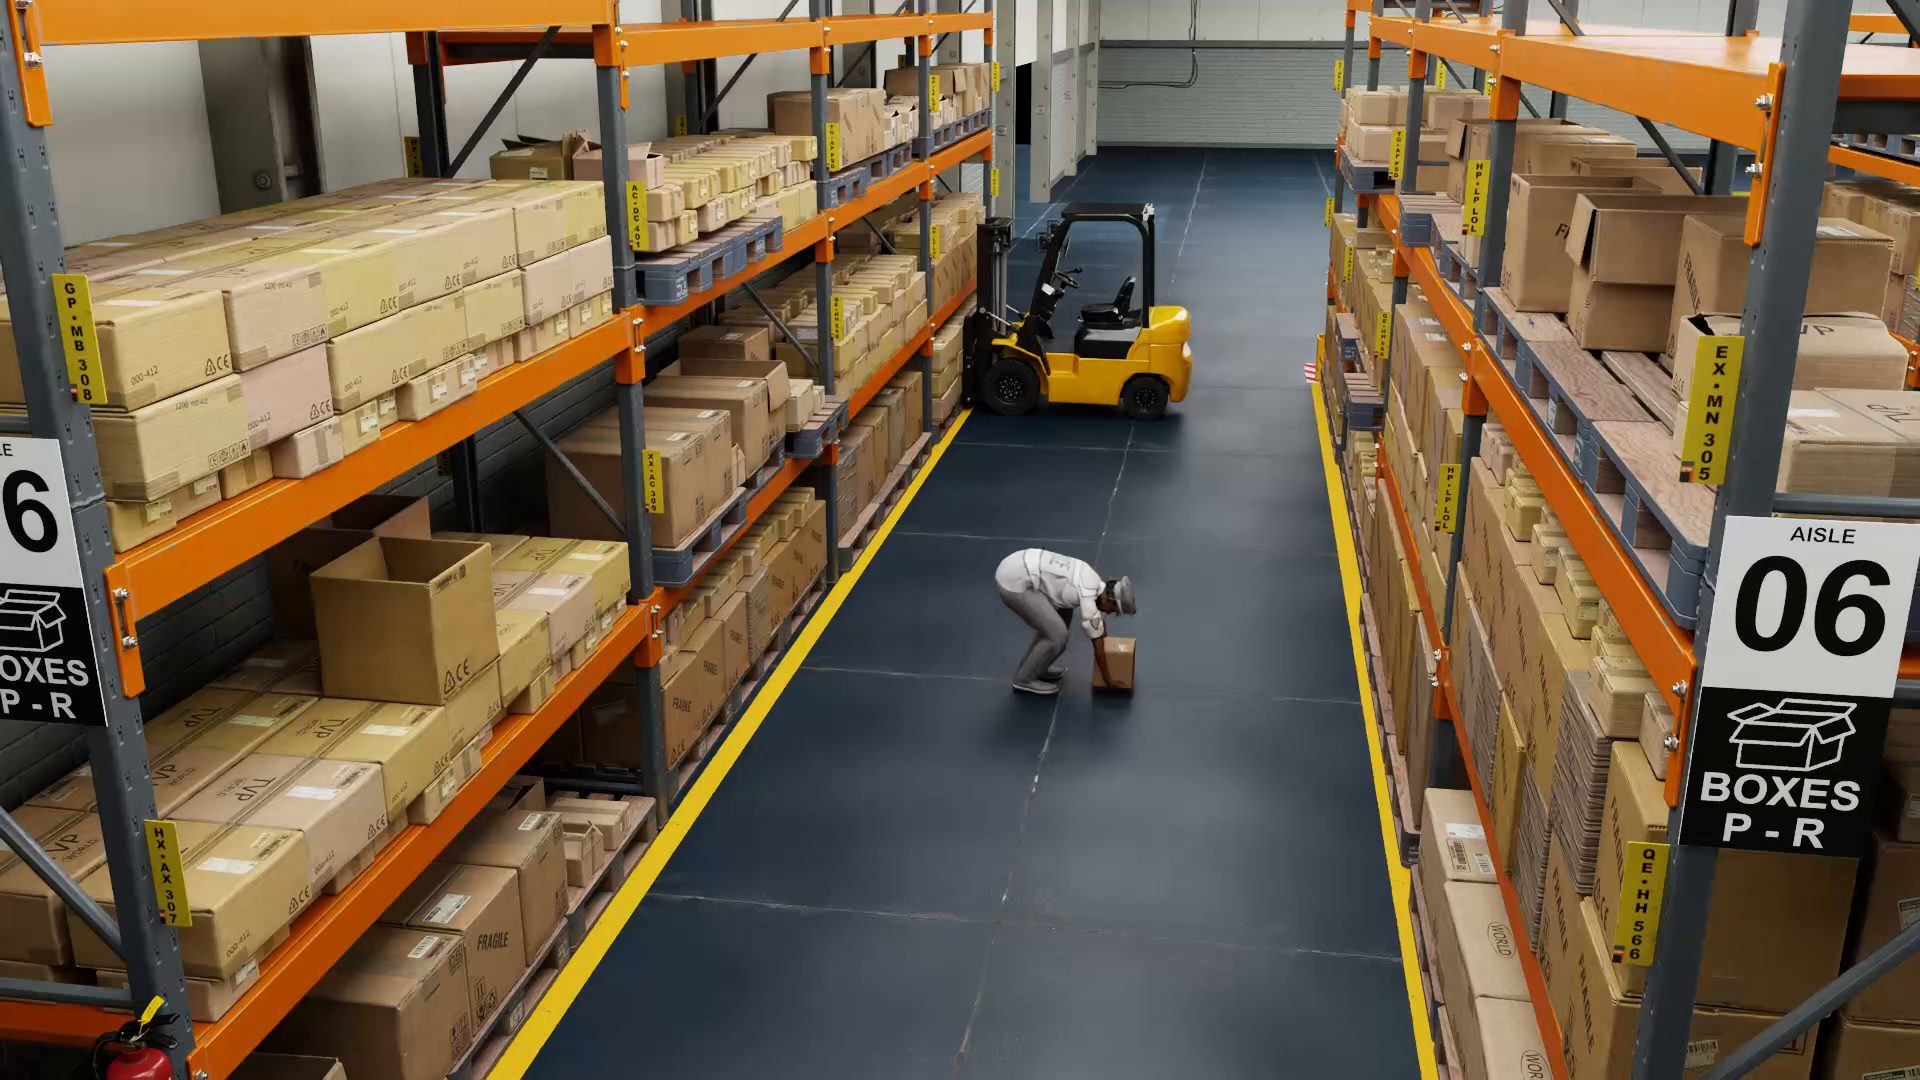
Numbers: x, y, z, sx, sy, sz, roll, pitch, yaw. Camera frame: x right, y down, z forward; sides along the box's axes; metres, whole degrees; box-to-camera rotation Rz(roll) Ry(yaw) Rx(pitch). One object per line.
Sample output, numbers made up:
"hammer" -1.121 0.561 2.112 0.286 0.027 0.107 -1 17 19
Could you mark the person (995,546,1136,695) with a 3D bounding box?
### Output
"person" 0.678 0.518 10.687 0.904 0.908 0.465 2 18 7
